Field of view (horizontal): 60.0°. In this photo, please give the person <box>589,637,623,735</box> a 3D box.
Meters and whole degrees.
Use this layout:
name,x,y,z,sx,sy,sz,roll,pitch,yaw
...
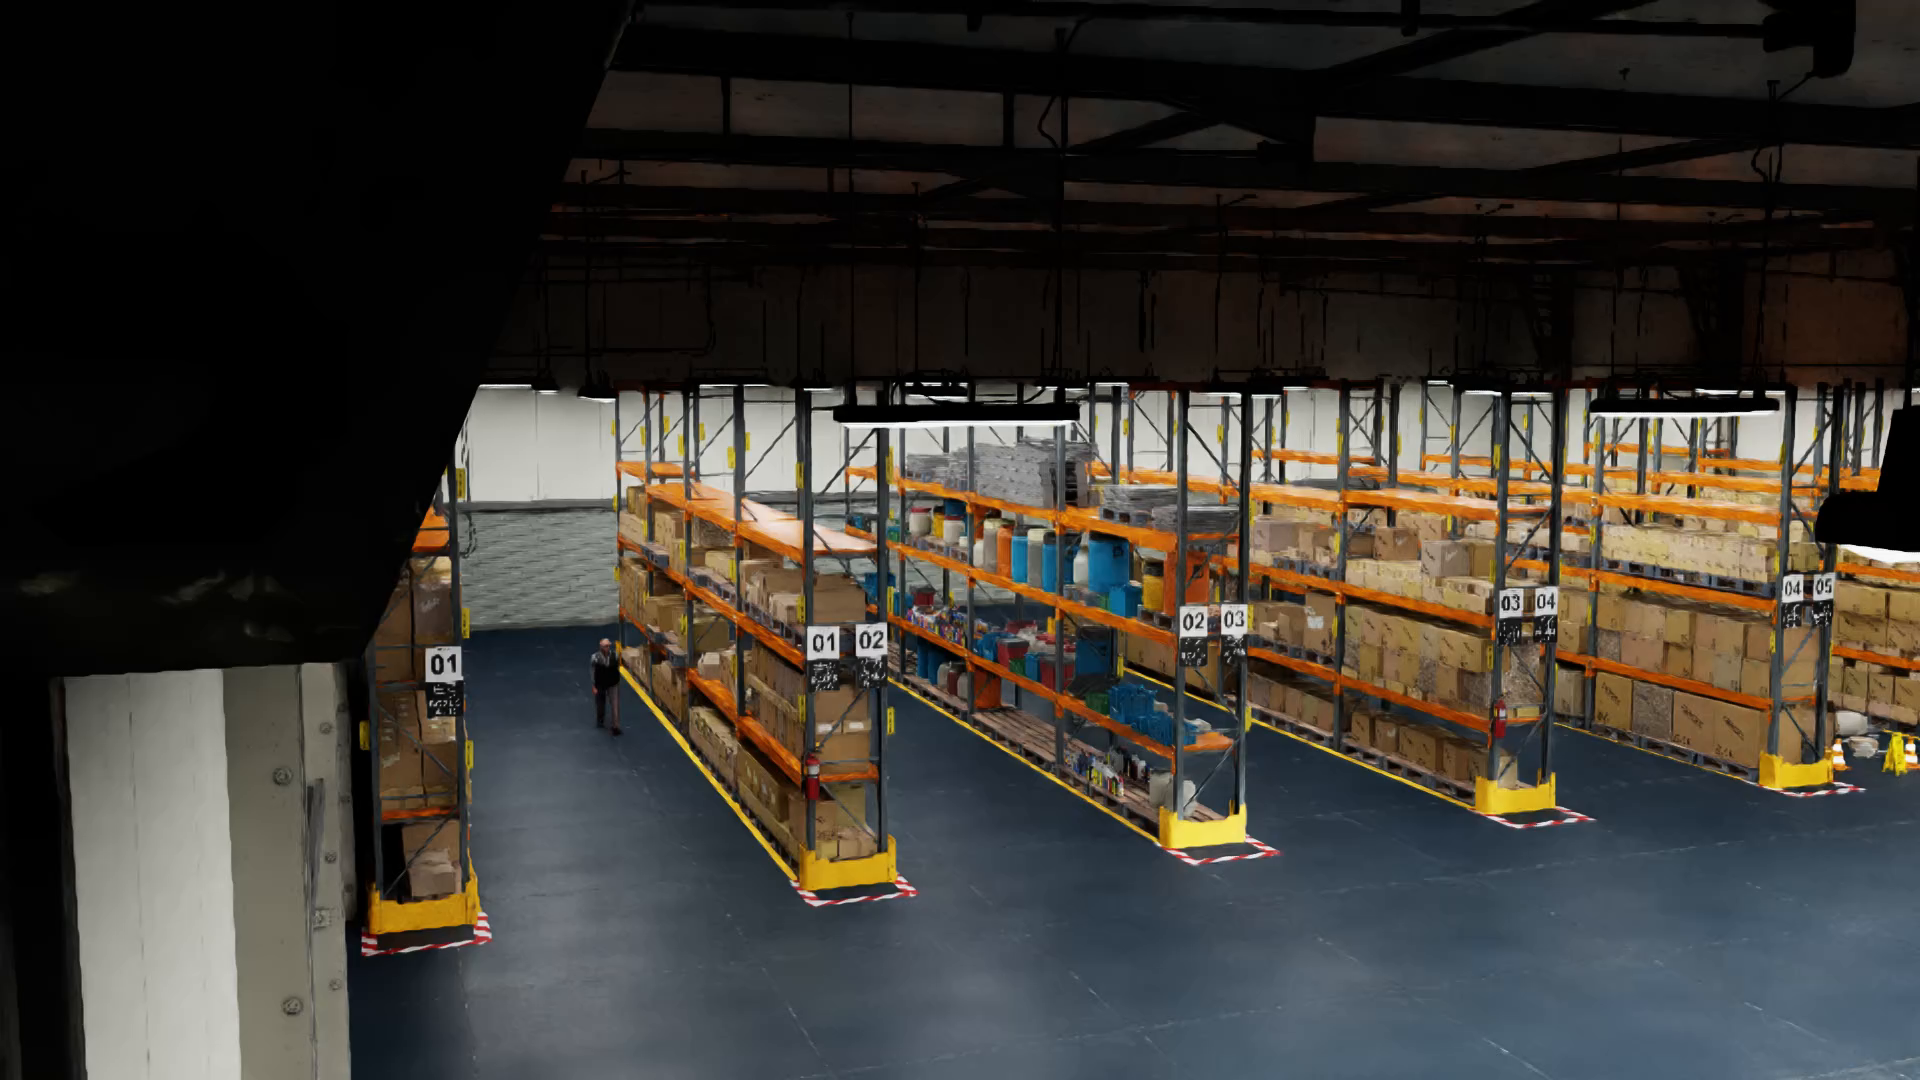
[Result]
name,x,y,z,sx,sy,sz,roll,pitch,yaw
person,-6.094,2.483,28.578,0.543,1.648,1.115,-2,6,-17

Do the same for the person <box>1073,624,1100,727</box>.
name,x,y,z,sx,sy,sz,roll,pitch,yaw
person,2.197,2.360,29.126,0.434,1.766,0.634,-5,8,-42
